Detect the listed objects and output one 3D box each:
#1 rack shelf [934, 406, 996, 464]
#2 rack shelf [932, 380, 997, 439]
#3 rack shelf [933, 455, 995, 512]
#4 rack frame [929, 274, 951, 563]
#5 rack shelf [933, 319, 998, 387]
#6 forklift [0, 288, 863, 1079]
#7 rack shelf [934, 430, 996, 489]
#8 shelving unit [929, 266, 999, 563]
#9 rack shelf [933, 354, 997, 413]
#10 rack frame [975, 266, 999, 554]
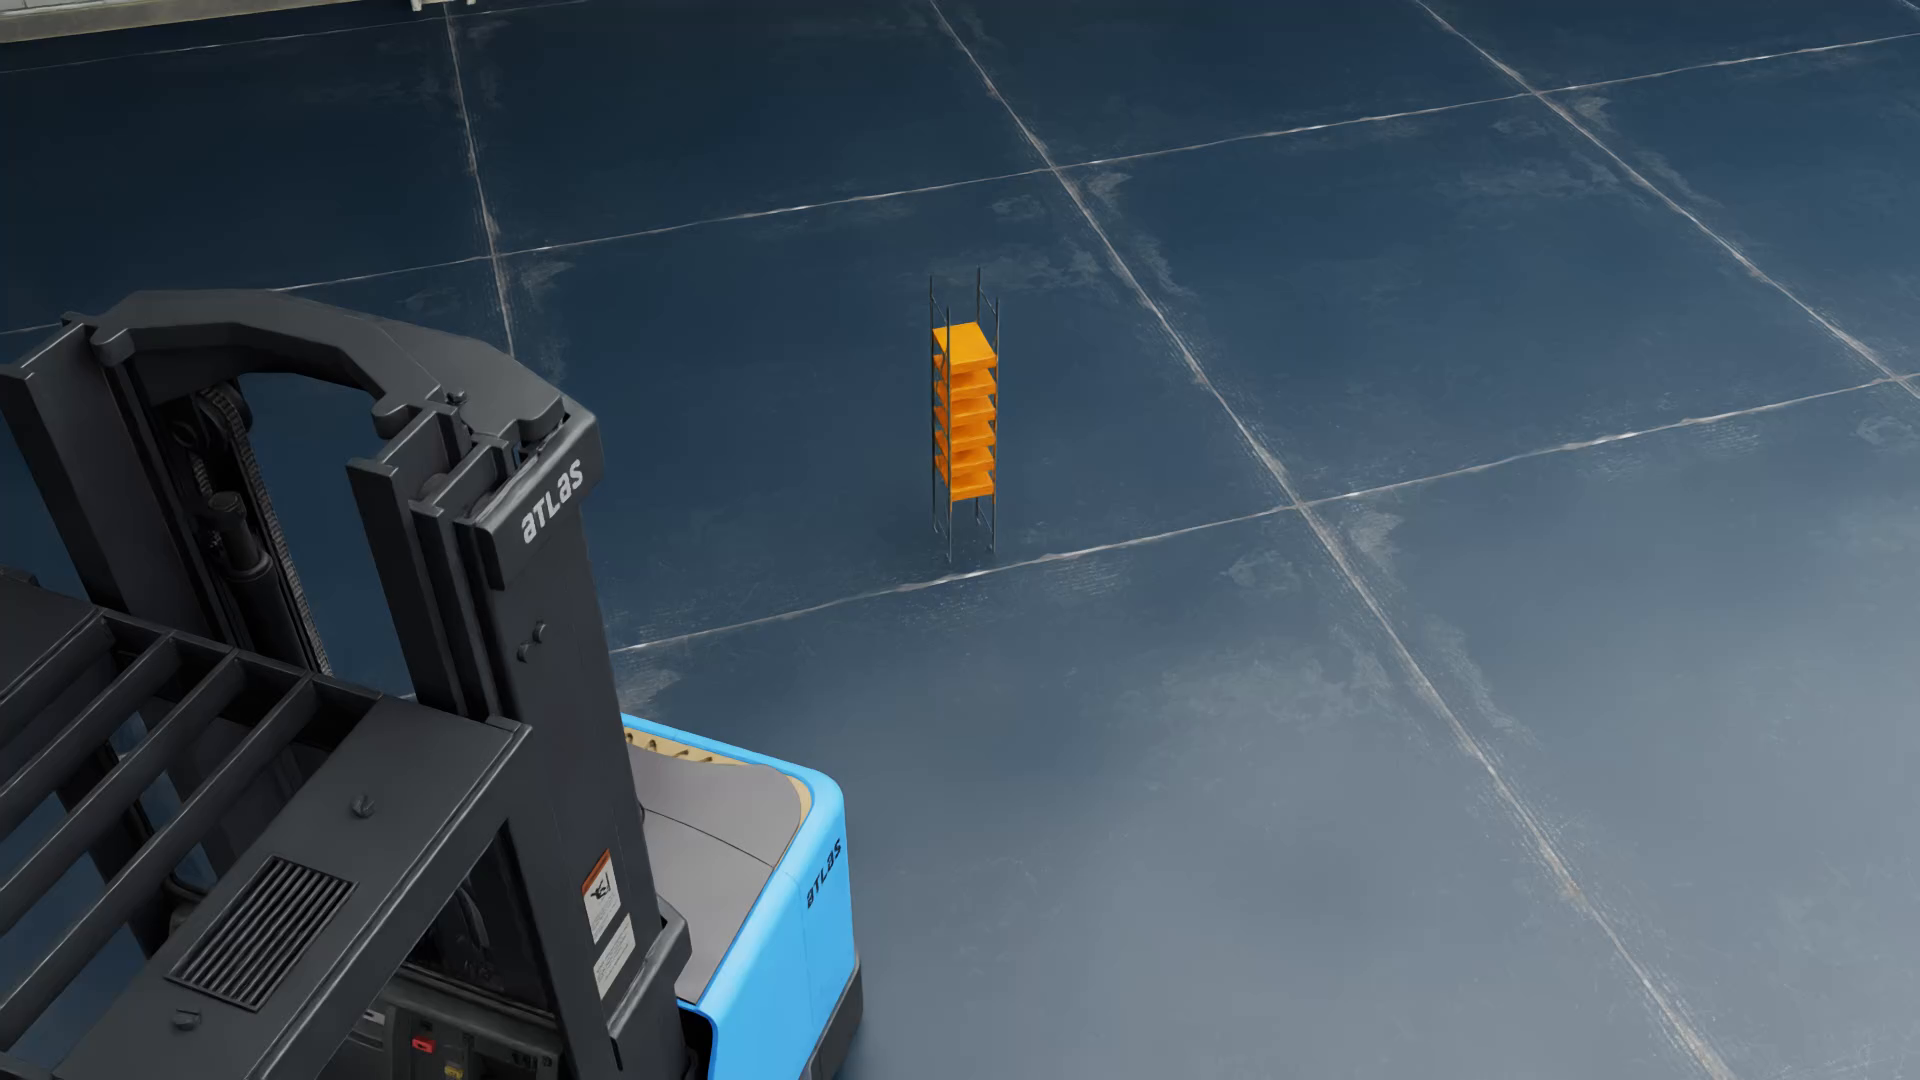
[{"bbox_3d":[0.014,-0.421,6.388,0.180,0.103,0.258,-12,42,-13],"label":"rack shelf"},{"bbox_3d":[0.014,-0.512,6.309,0.180,0.103,0.258,-12,42,-13],"label":"rack shelf"},{"bbox_3d":[0.014,-0.241,6.546,0.180,0.103,0.258,-12,42,-13],"label":"rack shelf"},{"bbox_3d":[-0.073,-0.437,6.338,0.006,1.200,0.240,-12,42,-13],"label":"rack frame"},{"bbox_3d":[0.014,-0.692,6.151,0.180,0.103,0.258,-12,42,-13],"label":"rack shelf"},{"bbox_3d":[-1.290,1.129,3.230,1.130,2.935,3.031,14,43,16],"label":"forklift"},{"bbox_3d":[0.014,-0.331,6.467,0.180,0.103,0.258,-12,42,-13],"label":"rack shelf"},{"bbox_3d":[0.014,-0.455,6.359,0.189,1.200,0.258,-12,42,-13],"label":"shelving unit"},{"bbox_3d":[0.014,-0.602,6.230,0.180,0.103,0.258,-12,42,-13],"label":"rack shelf"},{"bbox_3d":[0.101,-0.473,6.379,0.006,1.200,0.240,-12,42,-13],"label":"rack frame"}]
